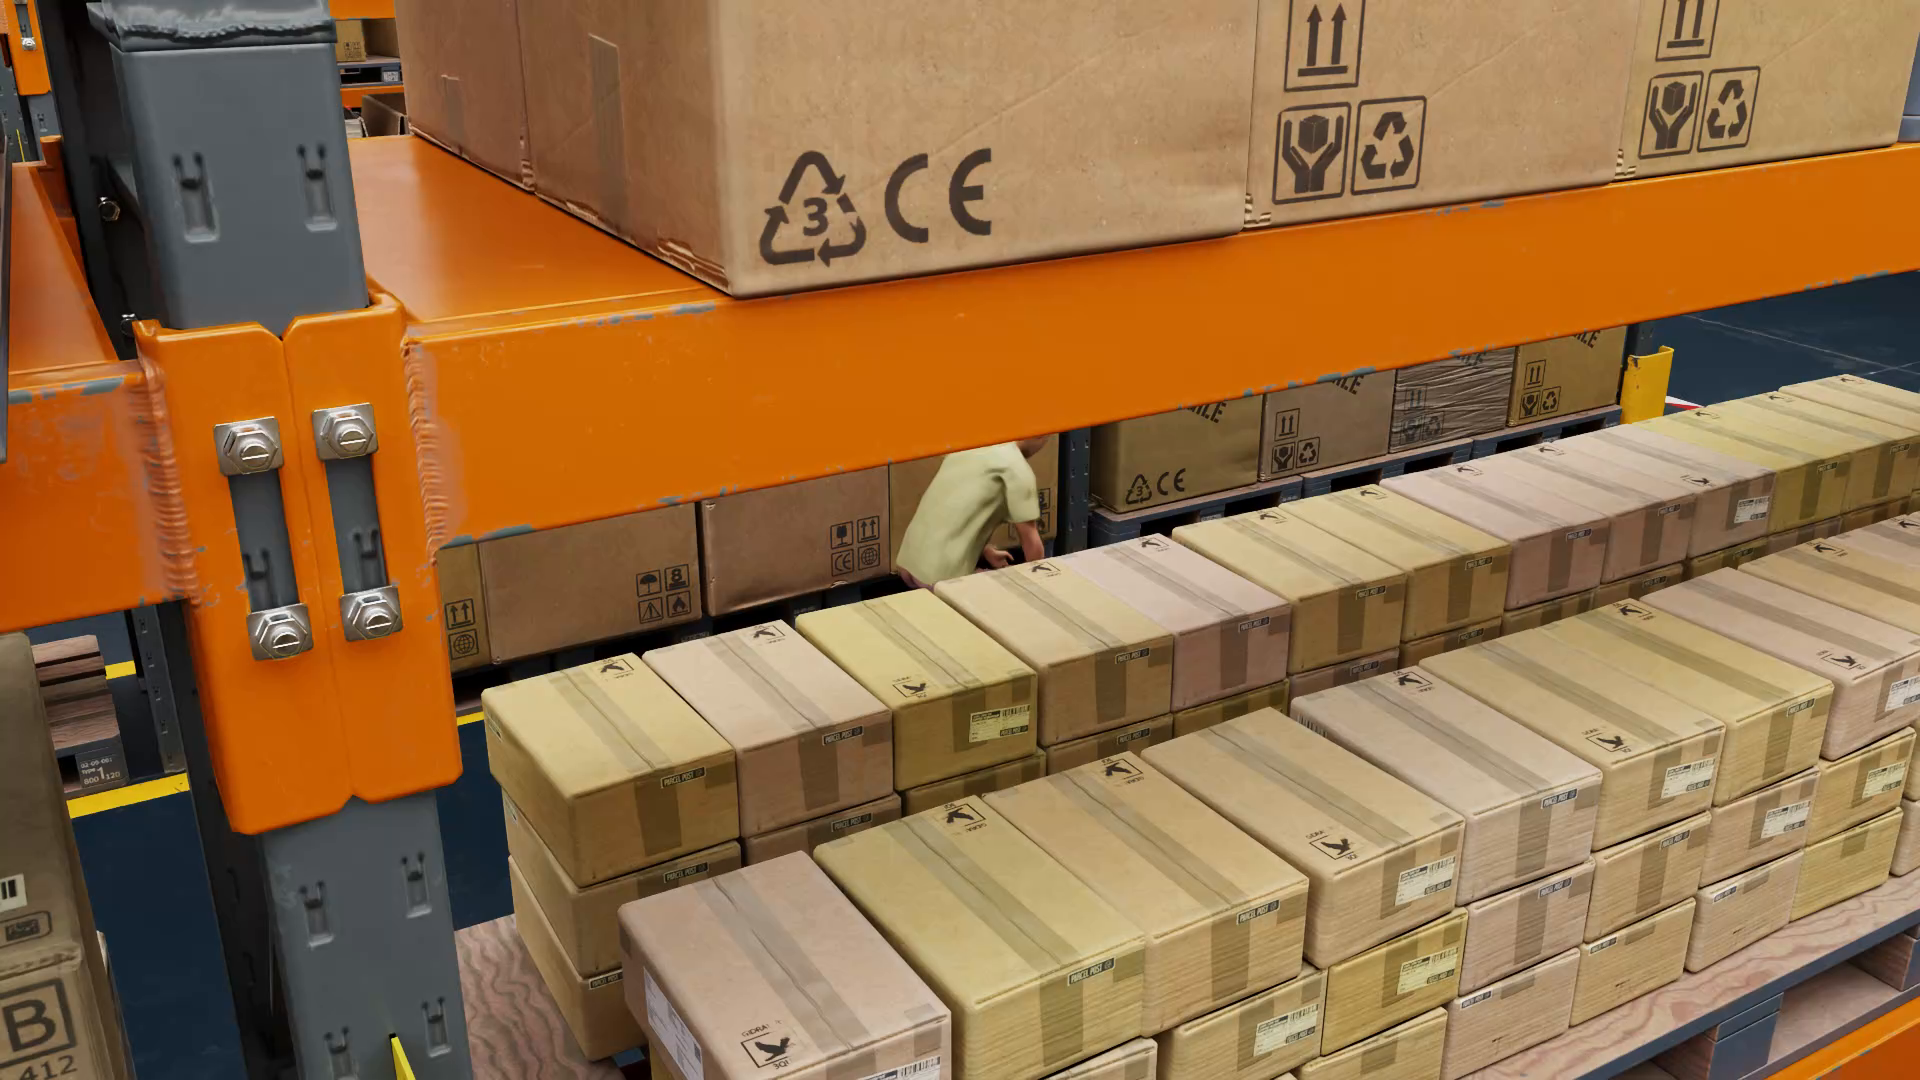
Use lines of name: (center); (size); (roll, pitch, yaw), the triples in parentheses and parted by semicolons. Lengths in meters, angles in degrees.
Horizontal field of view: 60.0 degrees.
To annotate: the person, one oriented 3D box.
person: (0.077, 0.089, 6.371); (0.680, 1.307, 0.512); (-12, 25, -28)
